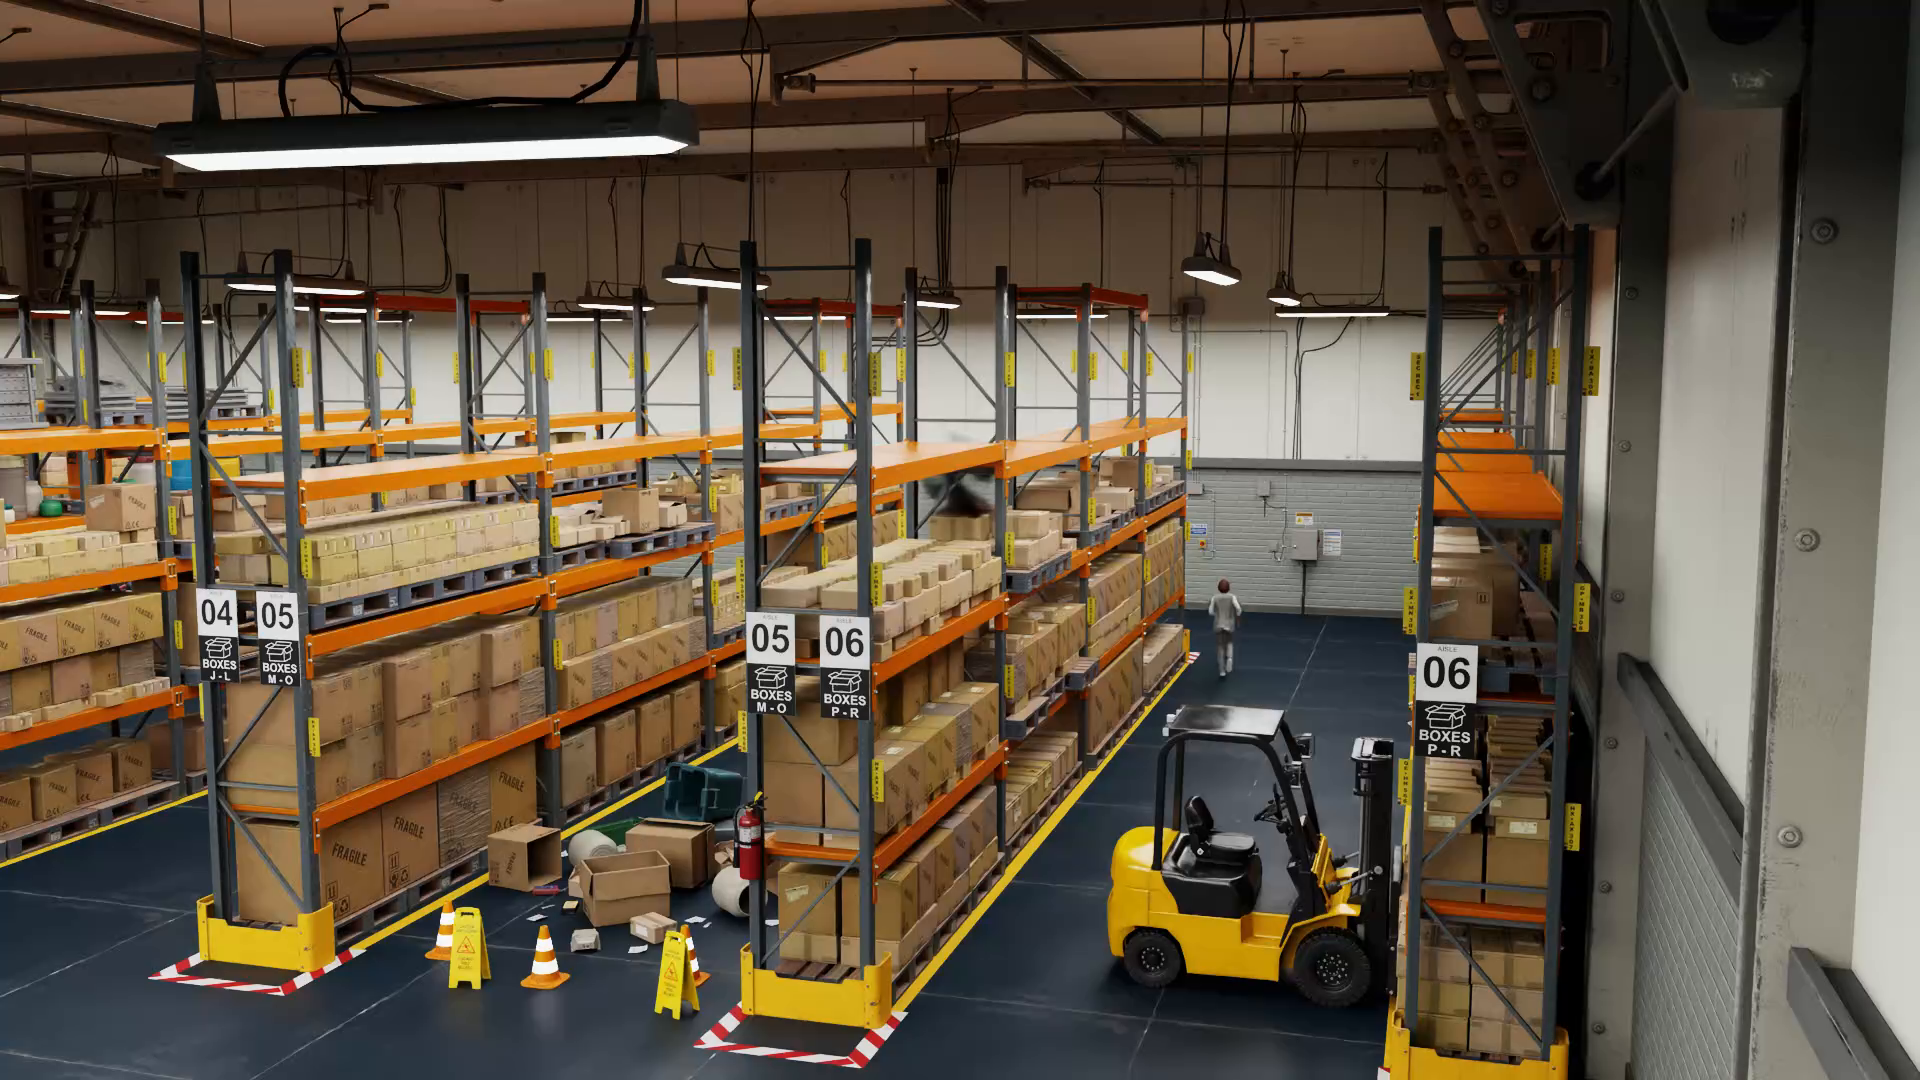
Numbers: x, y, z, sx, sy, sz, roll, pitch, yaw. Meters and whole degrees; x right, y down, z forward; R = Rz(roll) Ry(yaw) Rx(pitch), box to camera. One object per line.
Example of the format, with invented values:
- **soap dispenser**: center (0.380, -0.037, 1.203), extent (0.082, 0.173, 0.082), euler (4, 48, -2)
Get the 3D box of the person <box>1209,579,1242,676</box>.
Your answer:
- **person**: center (4.265, 1.396, 26.728), extent (0.512, 1.564, 0.576), euler (1, 6, 9)
